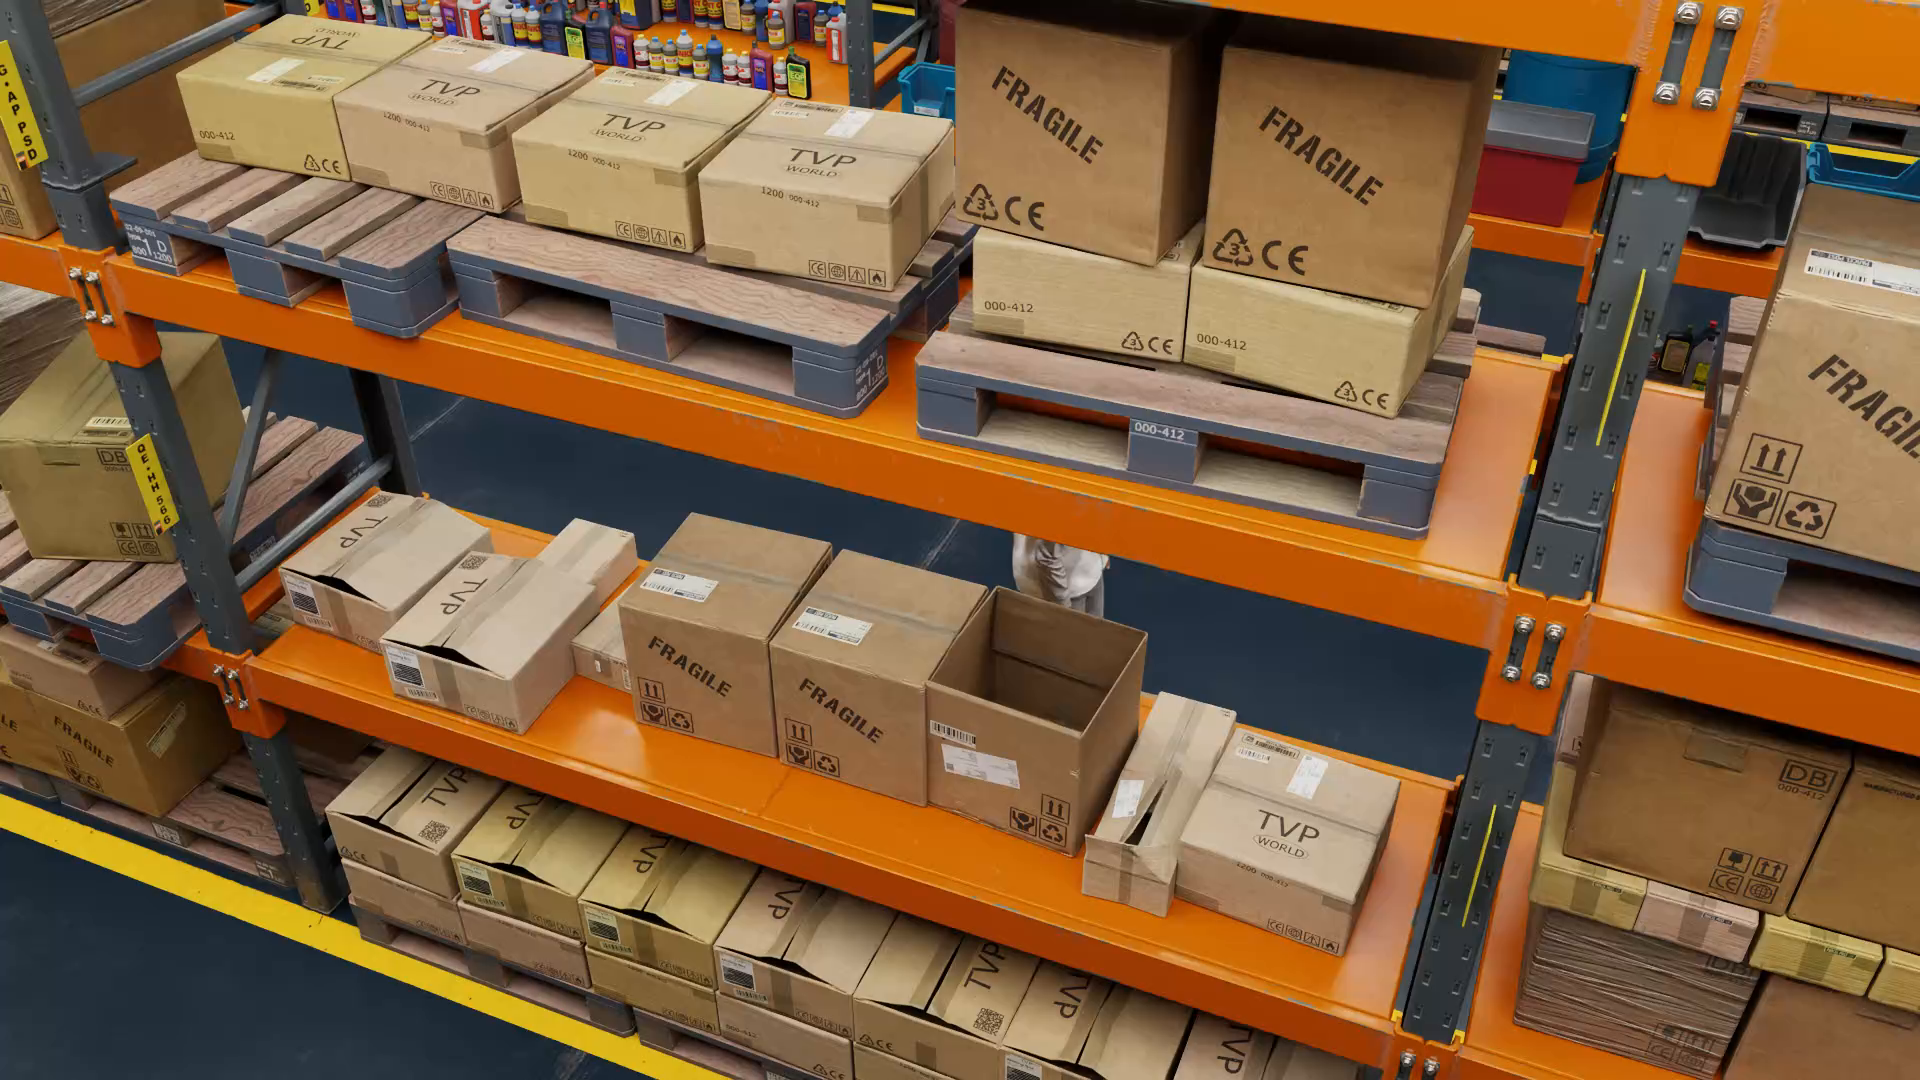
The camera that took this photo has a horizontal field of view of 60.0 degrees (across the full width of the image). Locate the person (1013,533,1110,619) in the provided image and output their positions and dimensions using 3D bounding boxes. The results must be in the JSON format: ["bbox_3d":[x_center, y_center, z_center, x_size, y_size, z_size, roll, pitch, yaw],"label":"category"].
[{"bbox_3d":[0.445,0.132,6.623,0.458,1.773,0.592,12,39,16],"label":"person"}]
